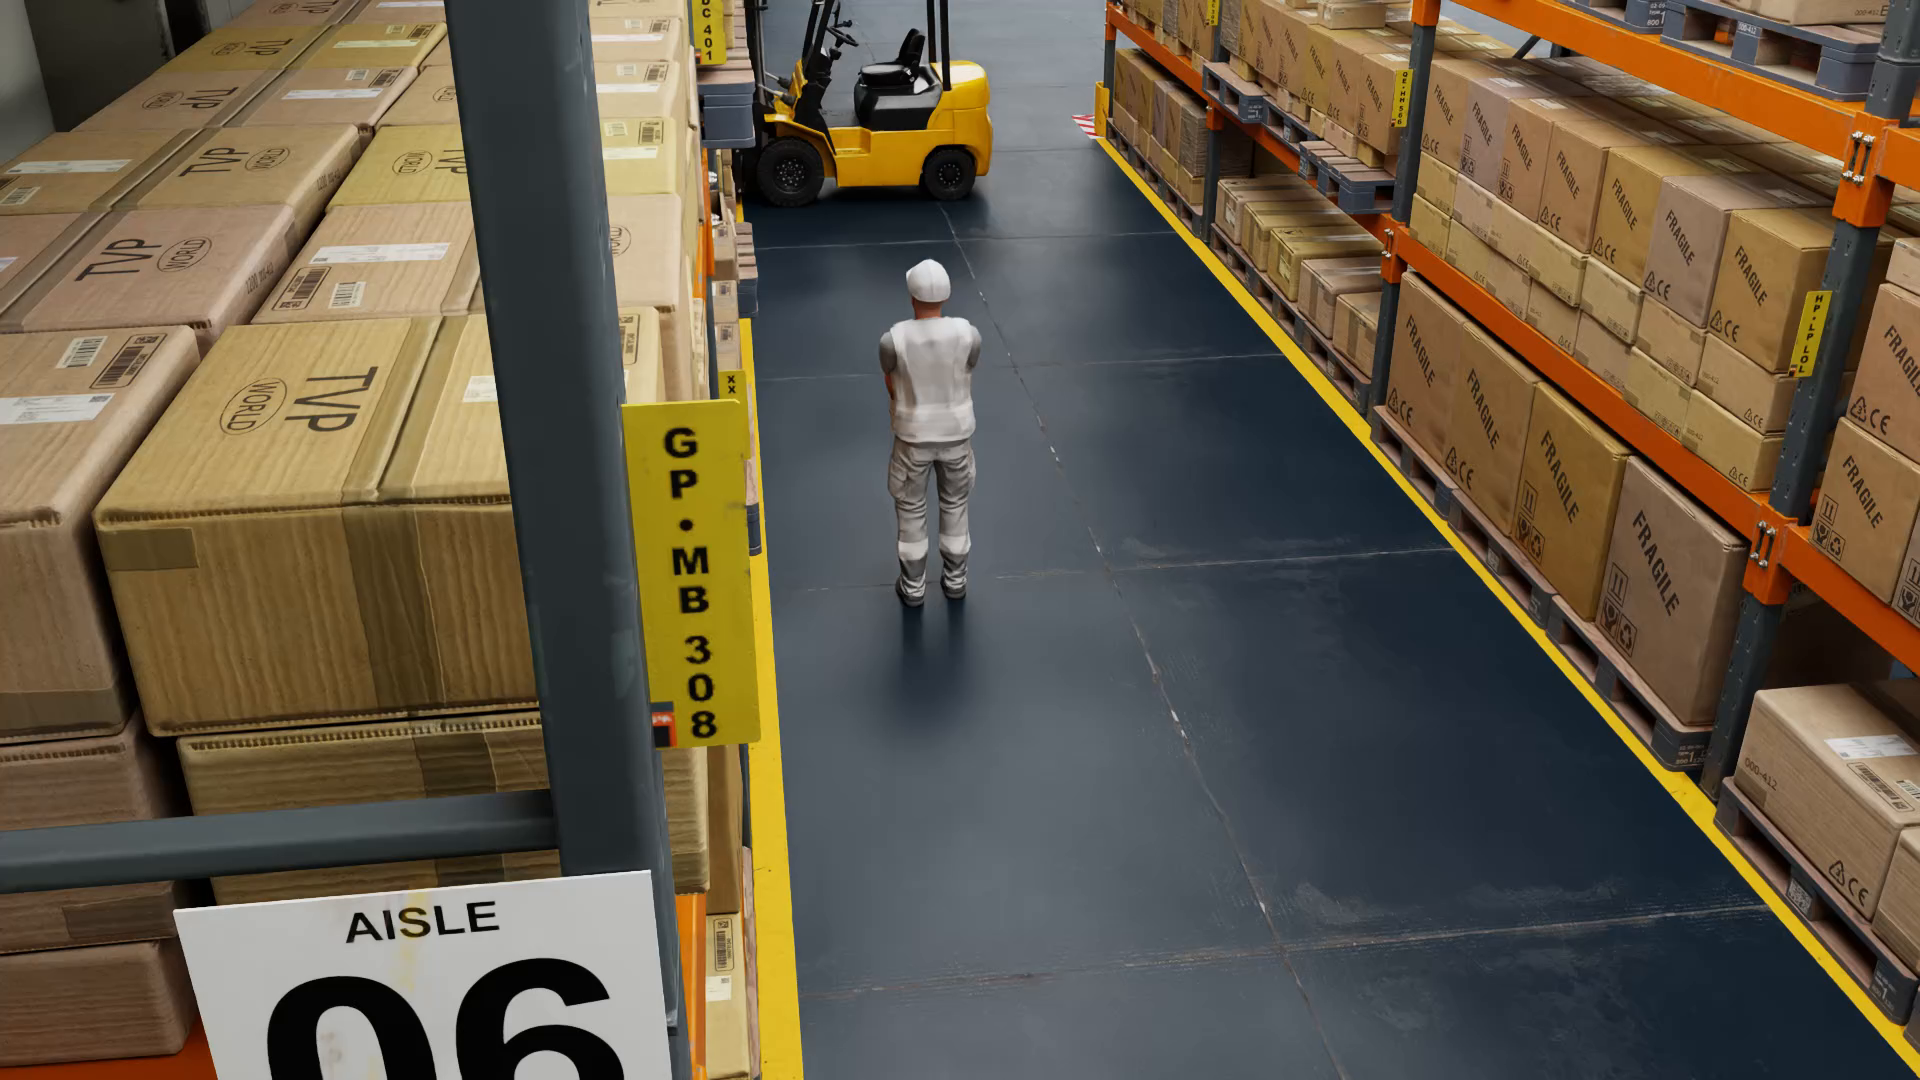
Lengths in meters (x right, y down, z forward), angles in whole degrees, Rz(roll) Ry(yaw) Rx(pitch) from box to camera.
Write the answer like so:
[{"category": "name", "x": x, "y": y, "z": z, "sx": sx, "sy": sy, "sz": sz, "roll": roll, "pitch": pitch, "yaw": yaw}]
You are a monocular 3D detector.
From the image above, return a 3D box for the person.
[{"category": "person", "x": -0.160, "y": -0.554, "z": 8.184, "sx": 0.495, "sy": 1.786, "sz": 0.558, "roll": -4, "pitch": 27, "yaw": -8}]
